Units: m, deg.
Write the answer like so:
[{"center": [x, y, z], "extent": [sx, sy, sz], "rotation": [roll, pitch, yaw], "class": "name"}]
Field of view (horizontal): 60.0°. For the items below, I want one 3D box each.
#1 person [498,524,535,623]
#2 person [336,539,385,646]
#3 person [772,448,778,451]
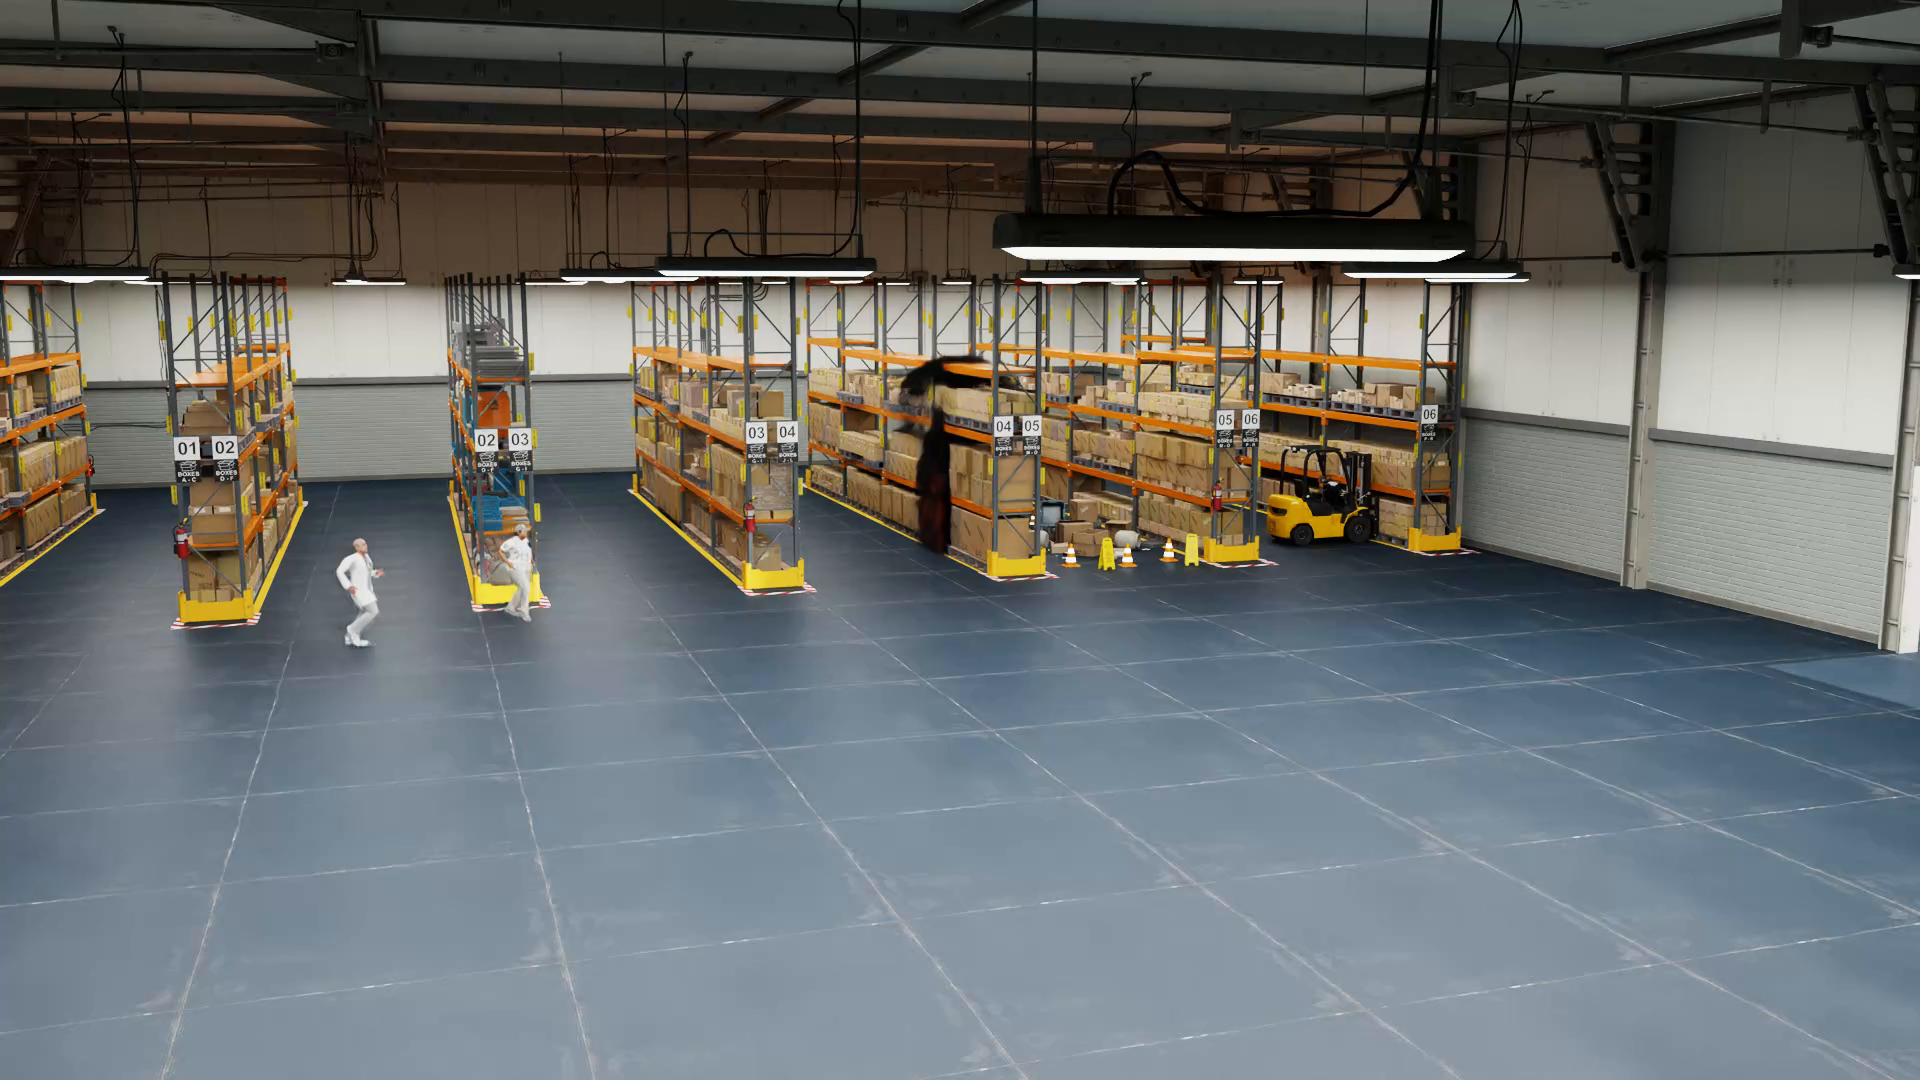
[{"center": [-7.666, 0.568, 28.948], "extent": [0.721, 1.704, 0.610], "rotation": [4, 9, 24], "class": "person"}, {"center": [-9.589, 0.846, 26.716], "extent": [0.695, 1.741, 0.706], "rotation": [1, 9, 6], "class": "person"}, {"center": [-5.333, -2.174, 47.213], "extent": [0.555, 1.605, 0.592], "rotation": [-2, 9, -14], "class": "person"}]
